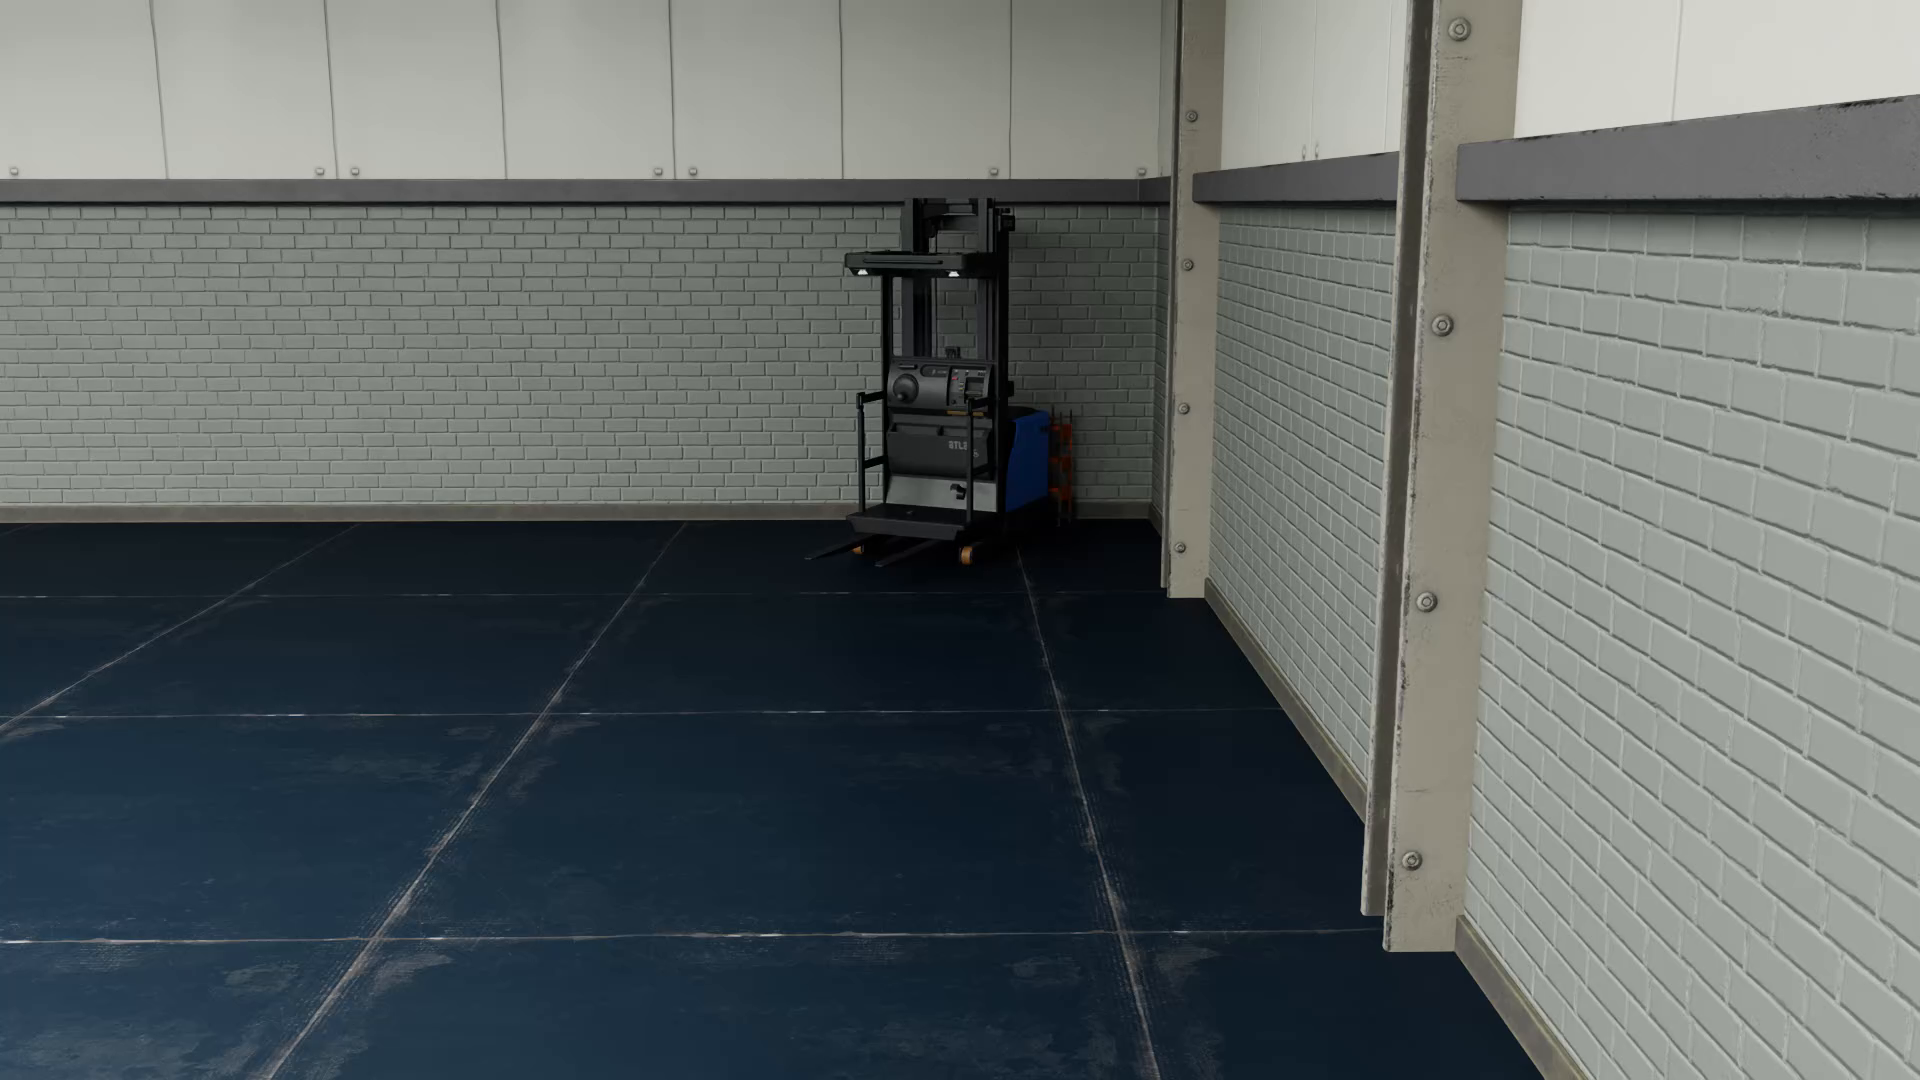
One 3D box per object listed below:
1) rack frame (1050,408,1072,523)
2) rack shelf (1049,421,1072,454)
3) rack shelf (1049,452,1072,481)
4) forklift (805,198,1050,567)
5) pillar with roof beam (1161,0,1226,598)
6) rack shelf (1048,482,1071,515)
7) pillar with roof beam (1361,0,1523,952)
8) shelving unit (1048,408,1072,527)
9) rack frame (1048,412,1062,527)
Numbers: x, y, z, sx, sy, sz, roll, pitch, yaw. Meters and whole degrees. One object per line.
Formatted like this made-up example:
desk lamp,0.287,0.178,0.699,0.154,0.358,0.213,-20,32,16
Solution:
rack frame,0.931,-0.686,15.298,0.200,1.050,0.008,6,12,26
rack shelf,0.878,-0.933,15.138,0.215,0.259,0.240,6,12,26
rack shelf,0.877,-0.654,15.192,0.215,0.259,0.240,6,12,26
forklift,-0.259,-1.324,13.713,1.130,2.935,3.031,5,13,24
pillar with roof beam,-2.598,-4.002,11.651,9.100,9.000,0.400,0,11,-1
rack shelf,0.876,-0.382,15.245,0.215,0.259,0.240,6,12,26
pillar with roof beam,-2.474,-2.809,5.772,9.100,9.000,0.400,0,11,-1
shelving unit,0.877,-0.665,15.190,0.215,1.050,0.252,6,12,26
rack frame,0.823,-0.644,15.083,0.200,1.050,0.008,6,12,26
